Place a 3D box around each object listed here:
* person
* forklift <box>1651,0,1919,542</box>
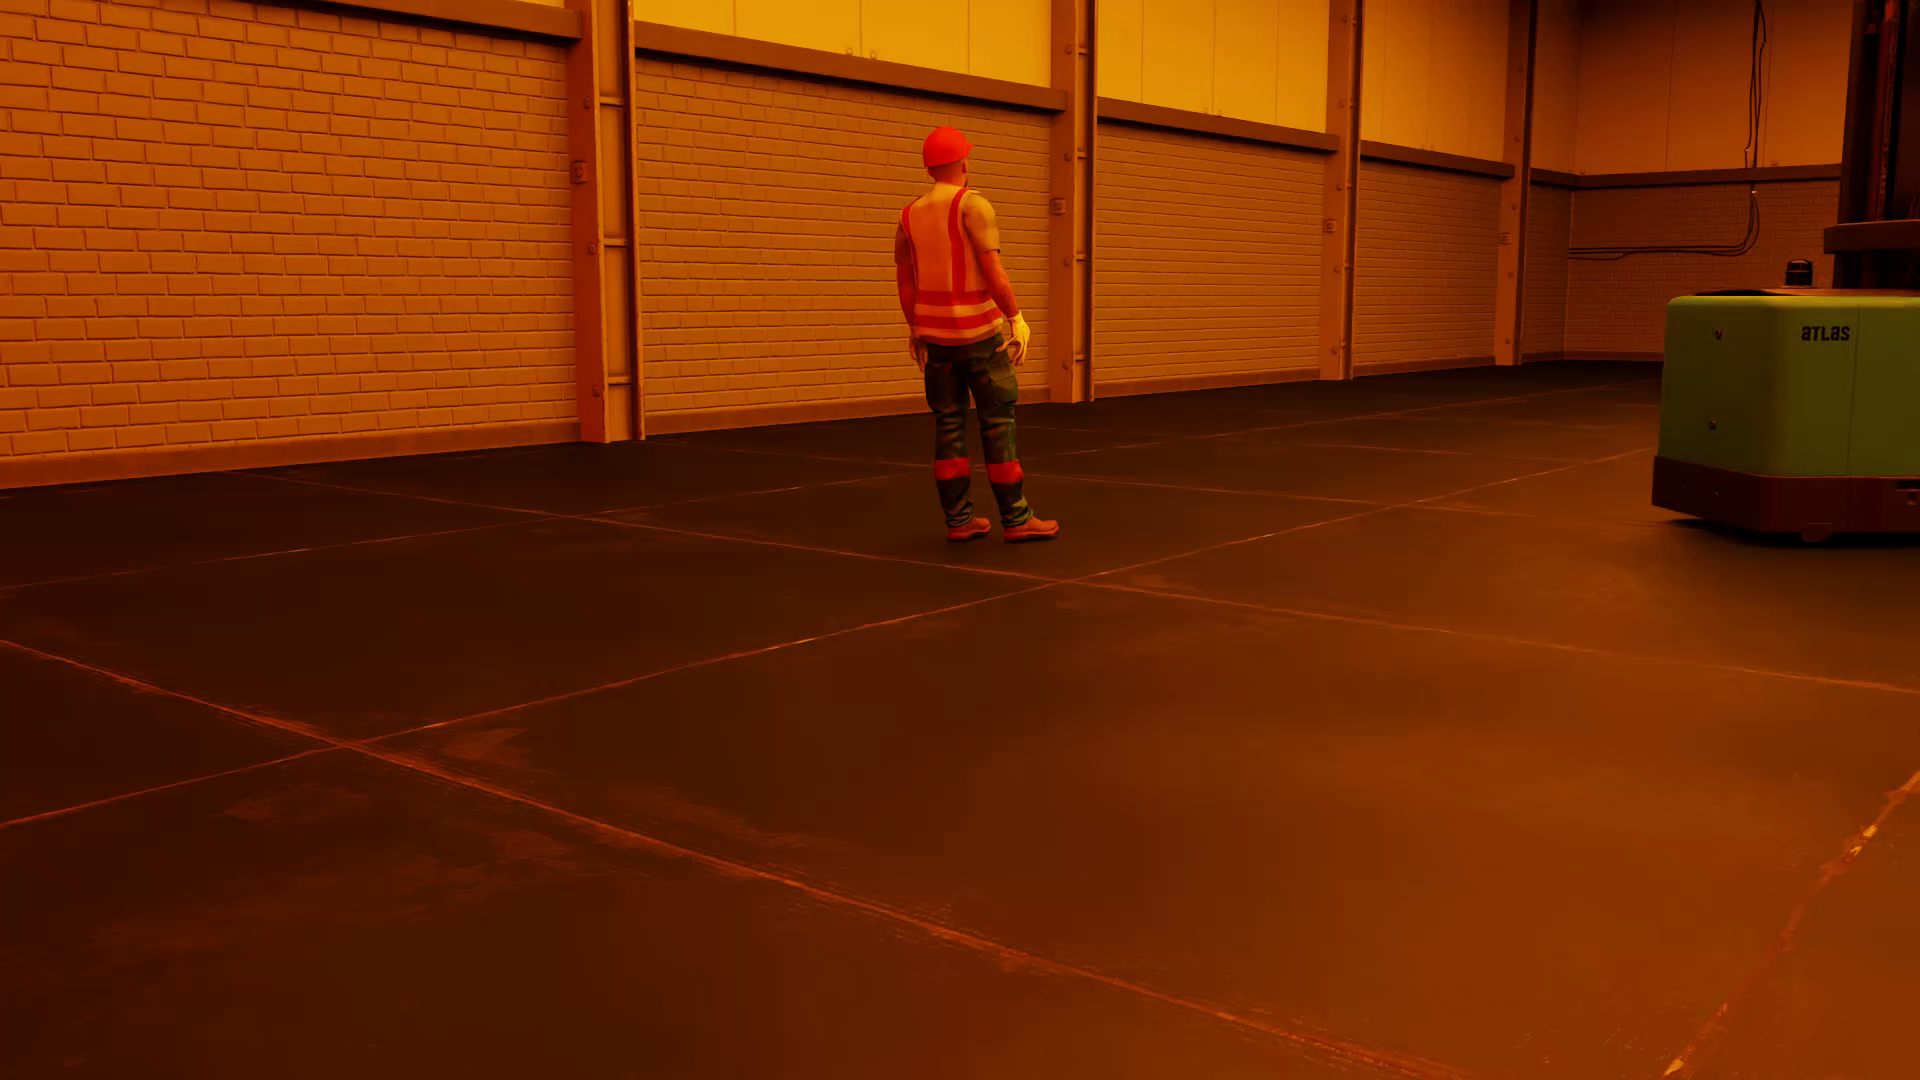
[{"bbox_3d":[0.060,-0.901,7.329,0.637,1.790,0.562,7,11,38],"label":"person"},{"bbox_3d":[4.897,-1.501,7.539,3.031,2.935,1.130,-1,8,-4],"label":"forklift"}]
